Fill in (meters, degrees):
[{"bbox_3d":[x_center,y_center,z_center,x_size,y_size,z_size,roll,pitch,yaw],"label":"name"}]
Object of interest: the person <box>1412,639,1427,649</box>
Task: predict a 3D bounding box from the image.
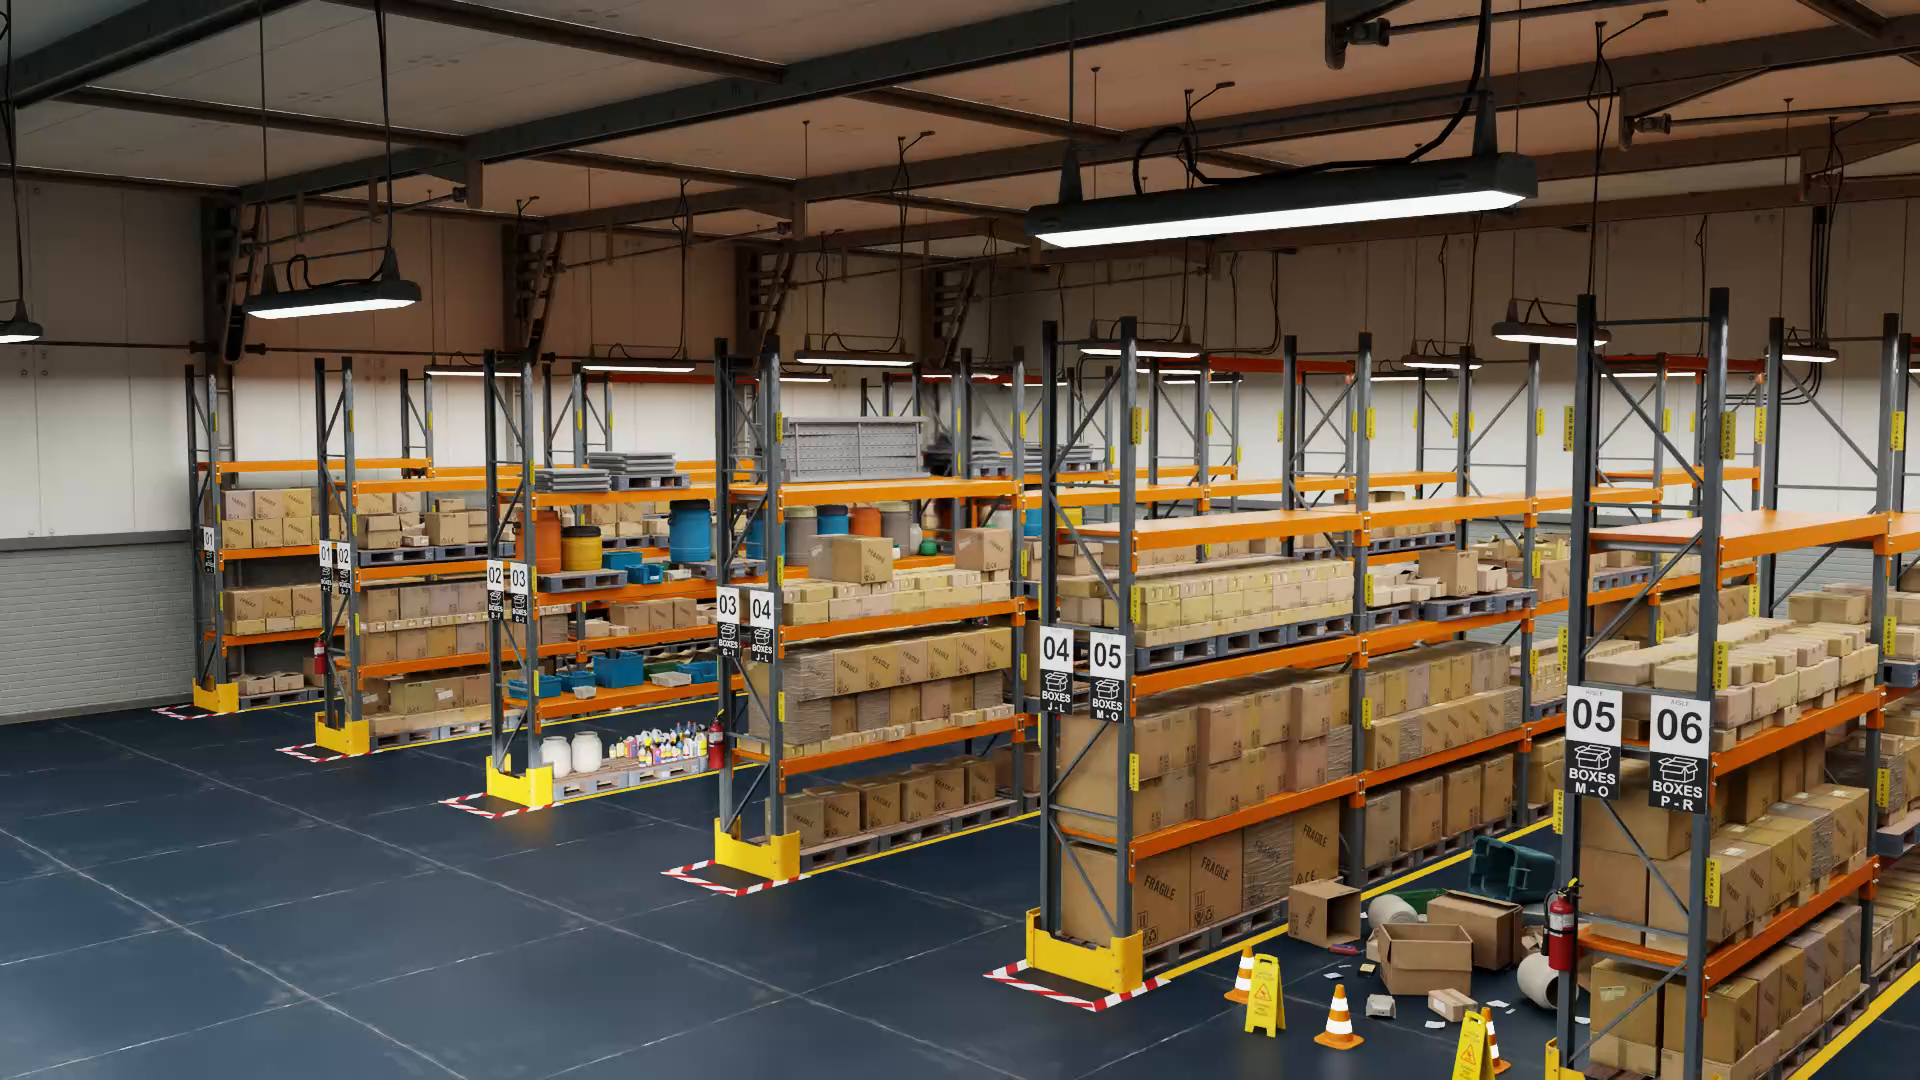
[{"bbox_3d":[7.080,2.346,25.896,0.548,1.655,0.557,3,5,34],"label":"person"}]
